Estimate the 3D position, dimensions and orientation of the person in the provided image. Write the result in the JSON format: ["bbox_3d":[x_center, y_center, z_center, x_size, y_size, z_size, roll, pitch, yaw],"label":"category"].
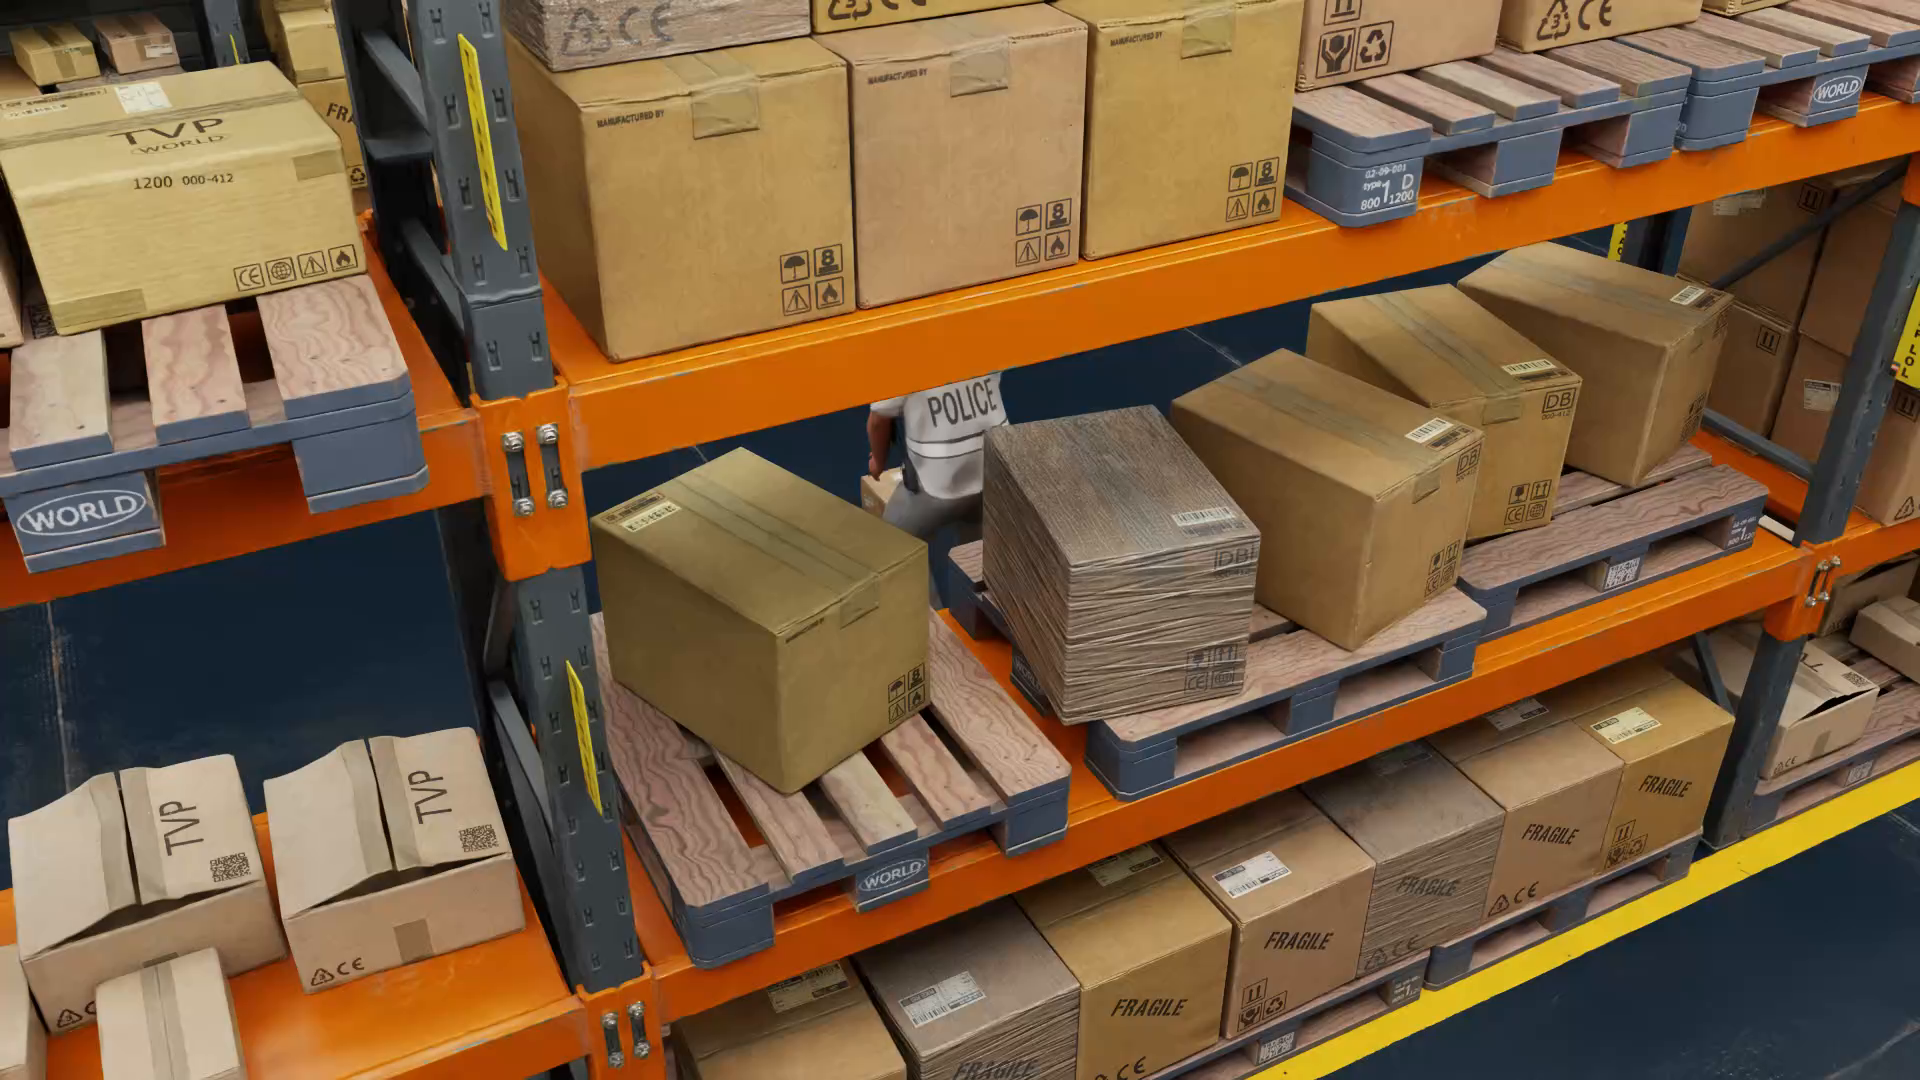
[{"bbox_3d":[-0.091,-0.314,6.759,0.578,1.614,0.634,-15,36,-22],"label":"person"}]
